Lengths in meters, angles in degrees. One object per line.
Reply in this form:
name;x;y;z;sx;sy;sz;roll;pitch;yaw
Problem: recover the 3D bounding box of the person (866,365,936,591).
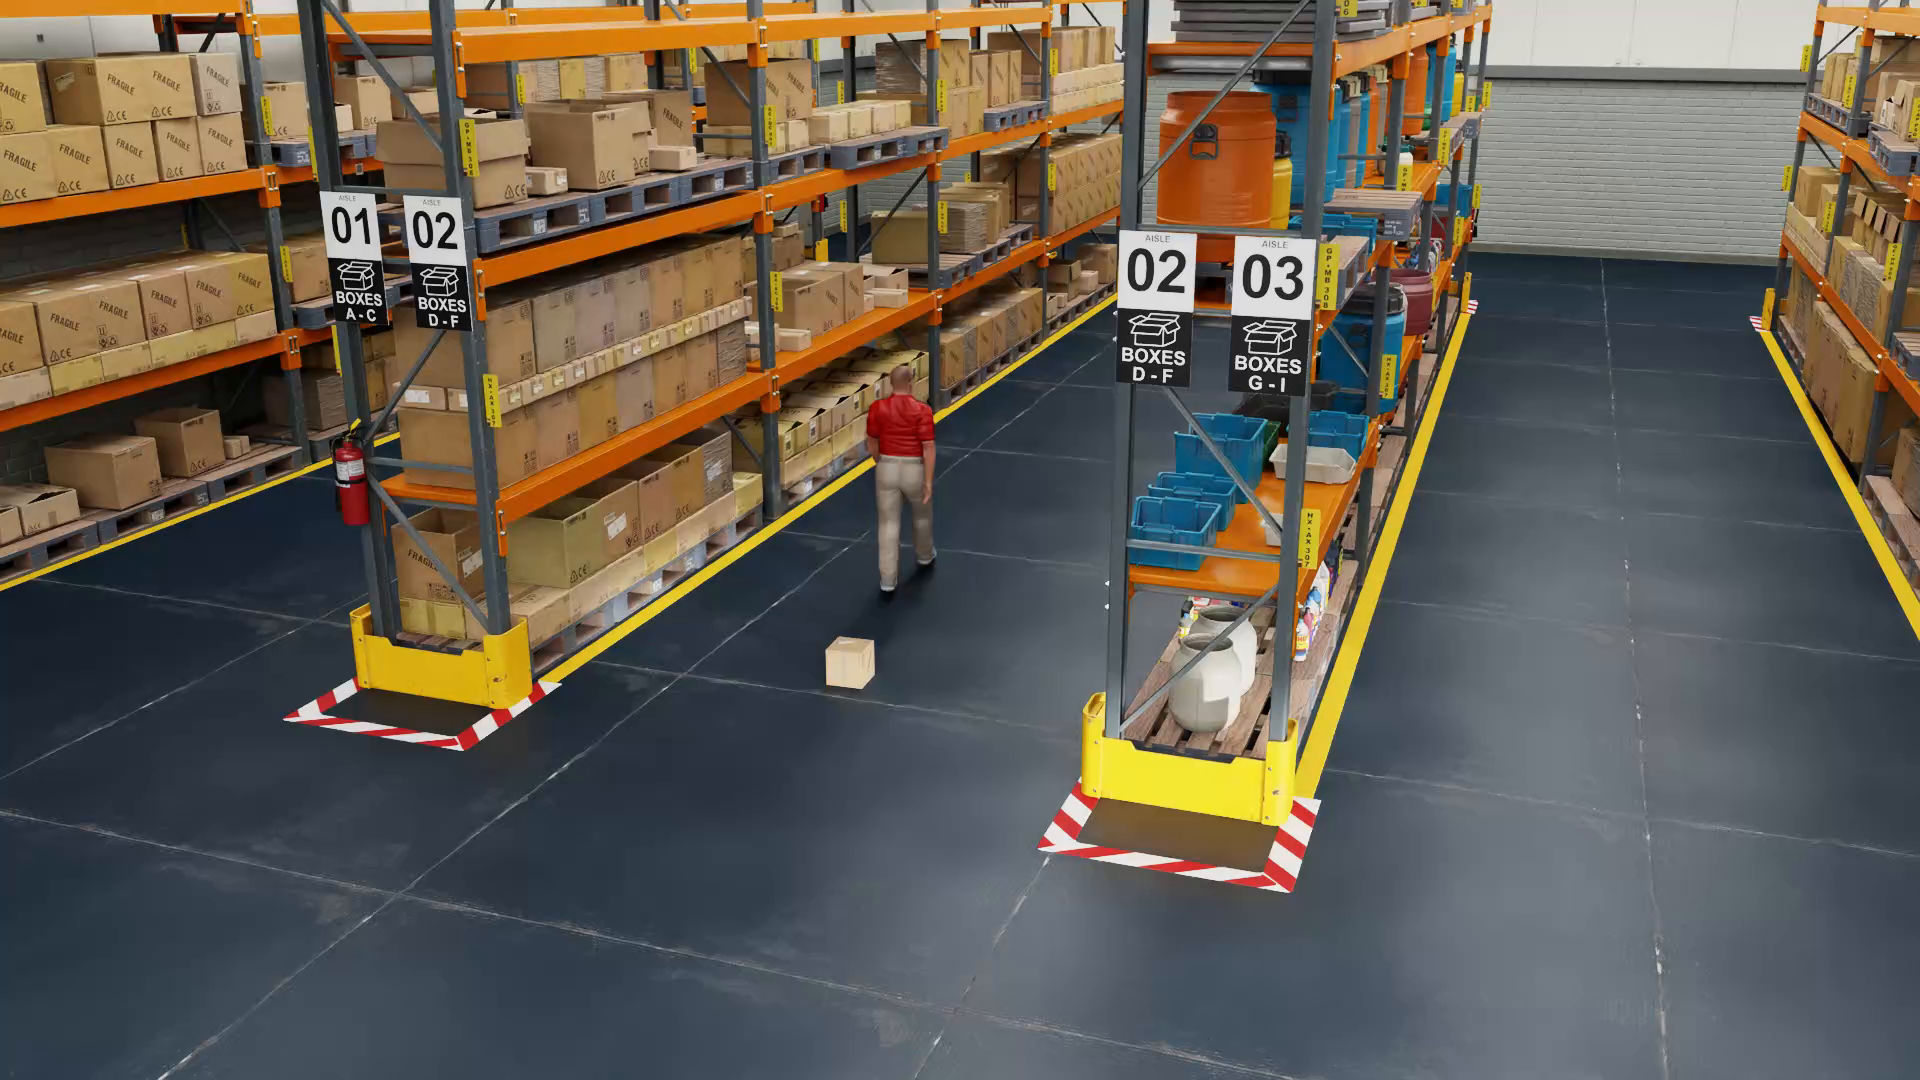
person;-0.427;-0.529;12.624;0.548;1.662;1.053;2;19;7
